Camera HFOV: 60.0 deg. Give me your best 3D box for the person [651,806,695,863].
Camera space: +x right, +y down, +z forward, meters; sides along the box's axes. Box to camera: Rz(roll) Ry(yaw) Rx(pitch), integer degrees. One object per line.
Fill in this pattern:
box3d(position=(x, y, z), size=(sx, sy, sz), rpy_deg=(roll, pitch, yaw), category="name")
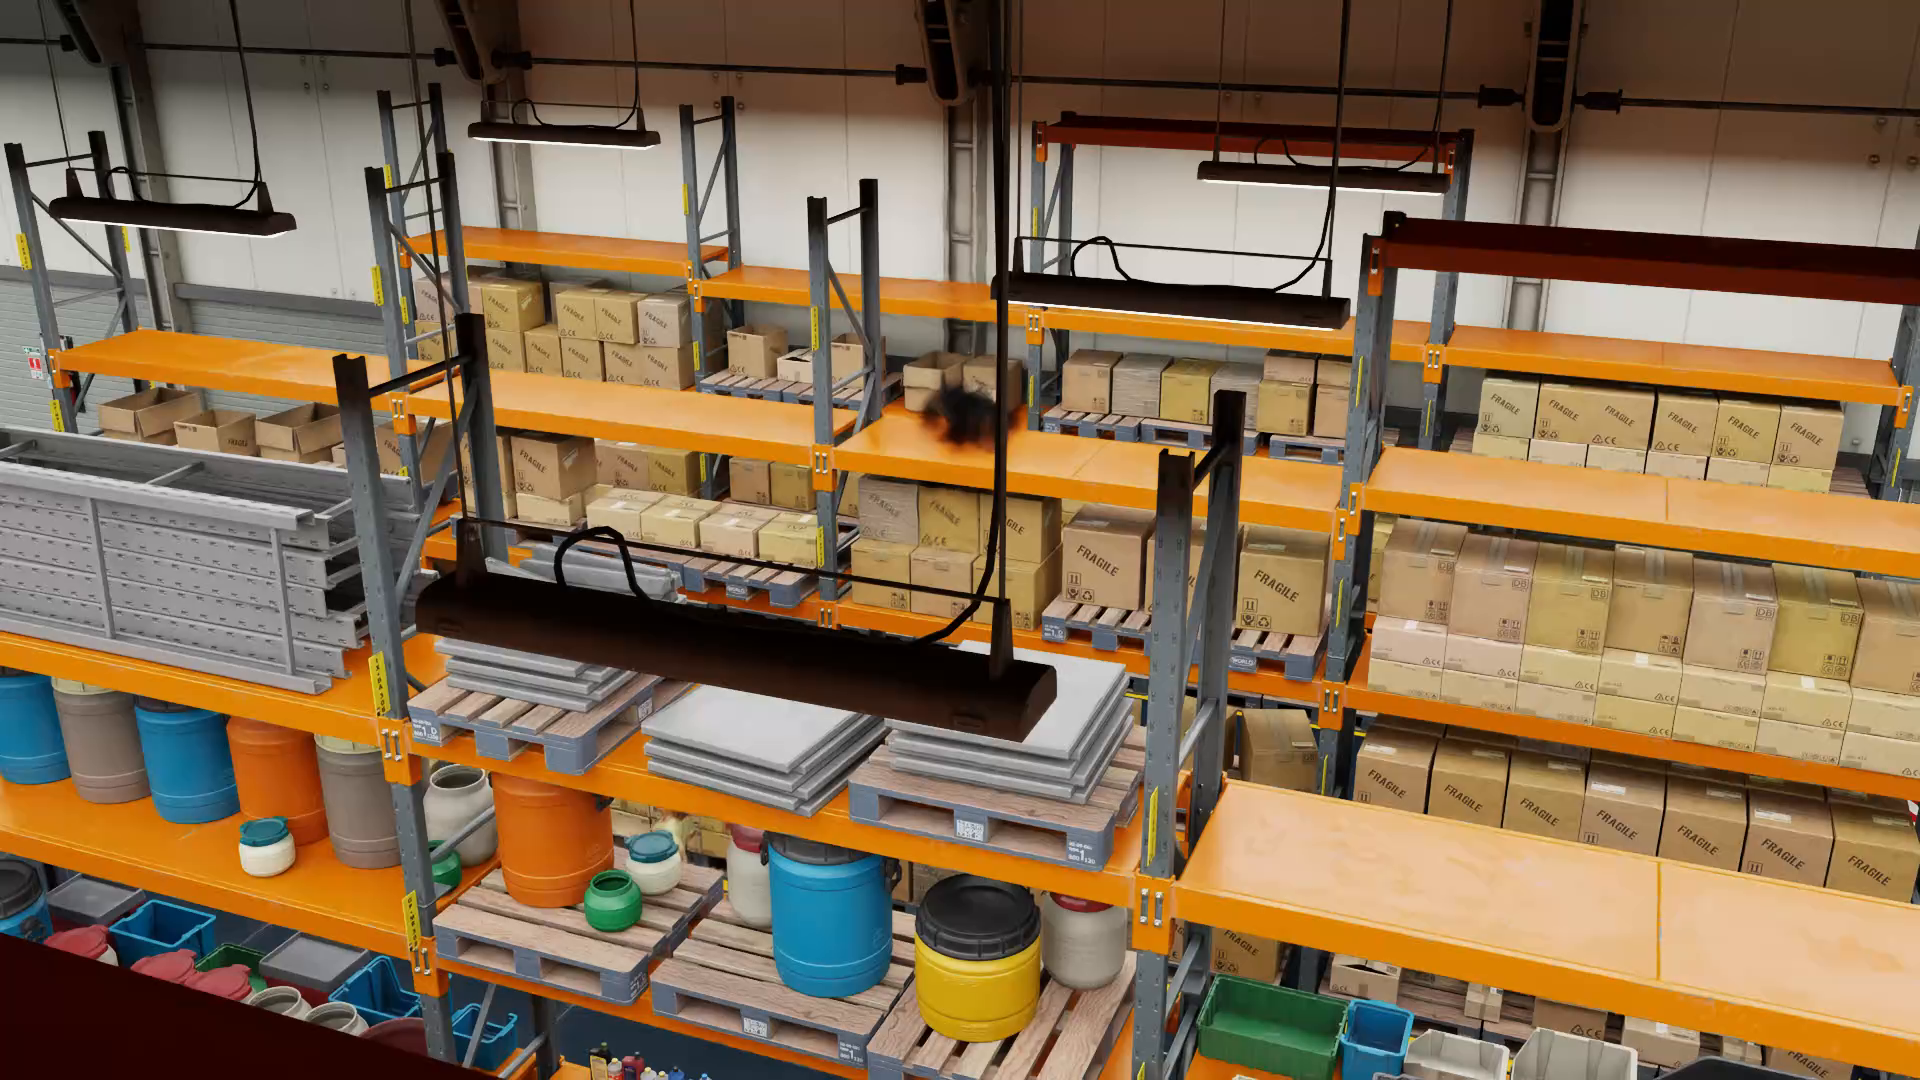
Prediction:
box3d(position=(-2.182, 2.565, 12.568), size=(0.894, 1.620, 0.593), rpy_deg=(4, 21, 12), category="person")
